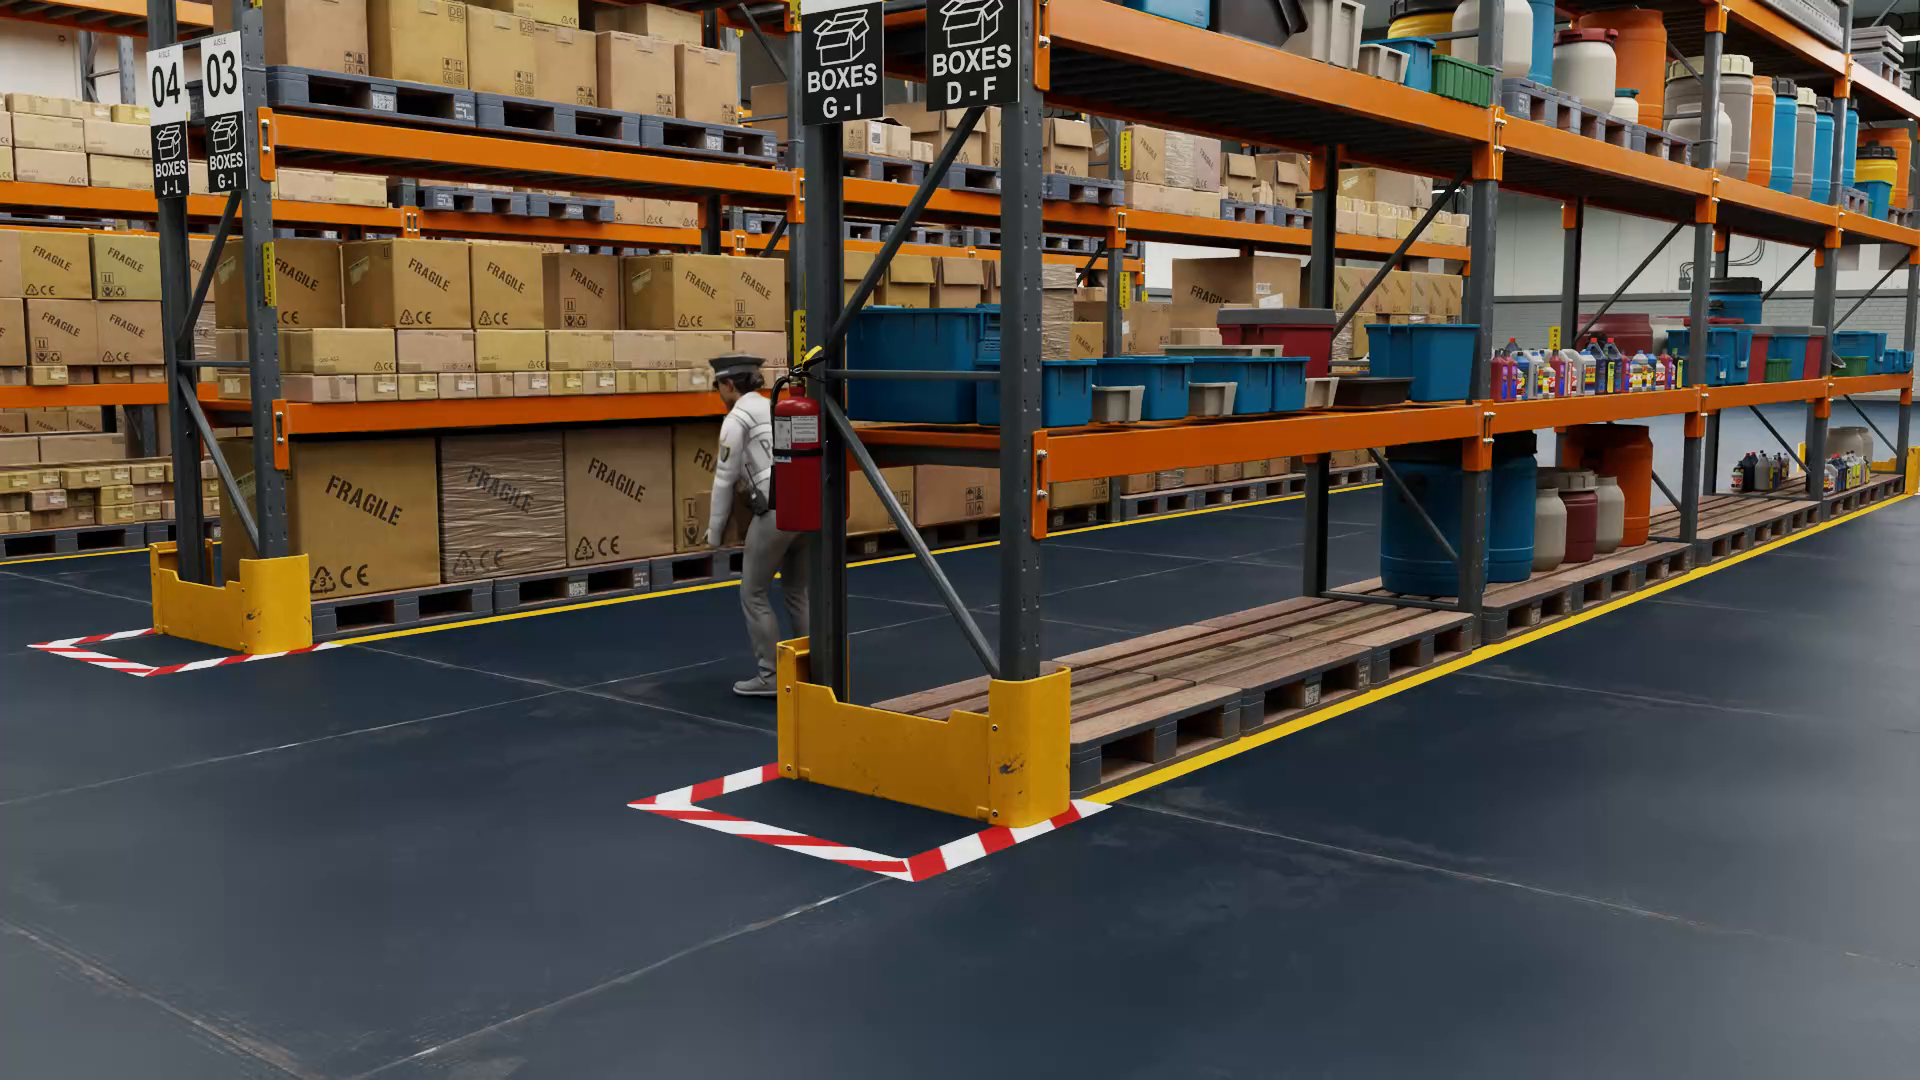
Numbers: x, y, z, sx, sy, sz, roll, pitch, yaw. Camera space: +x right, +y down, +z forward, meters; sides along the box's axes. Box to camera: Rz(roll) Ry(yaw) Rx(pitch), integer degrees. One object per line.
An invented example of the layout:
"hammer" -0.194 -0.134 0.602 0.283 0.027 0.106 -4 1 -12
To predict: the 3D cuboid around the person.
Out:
"person" -0.900 -0.070 7.698 0.586 1.585 0.412 5 9 37
